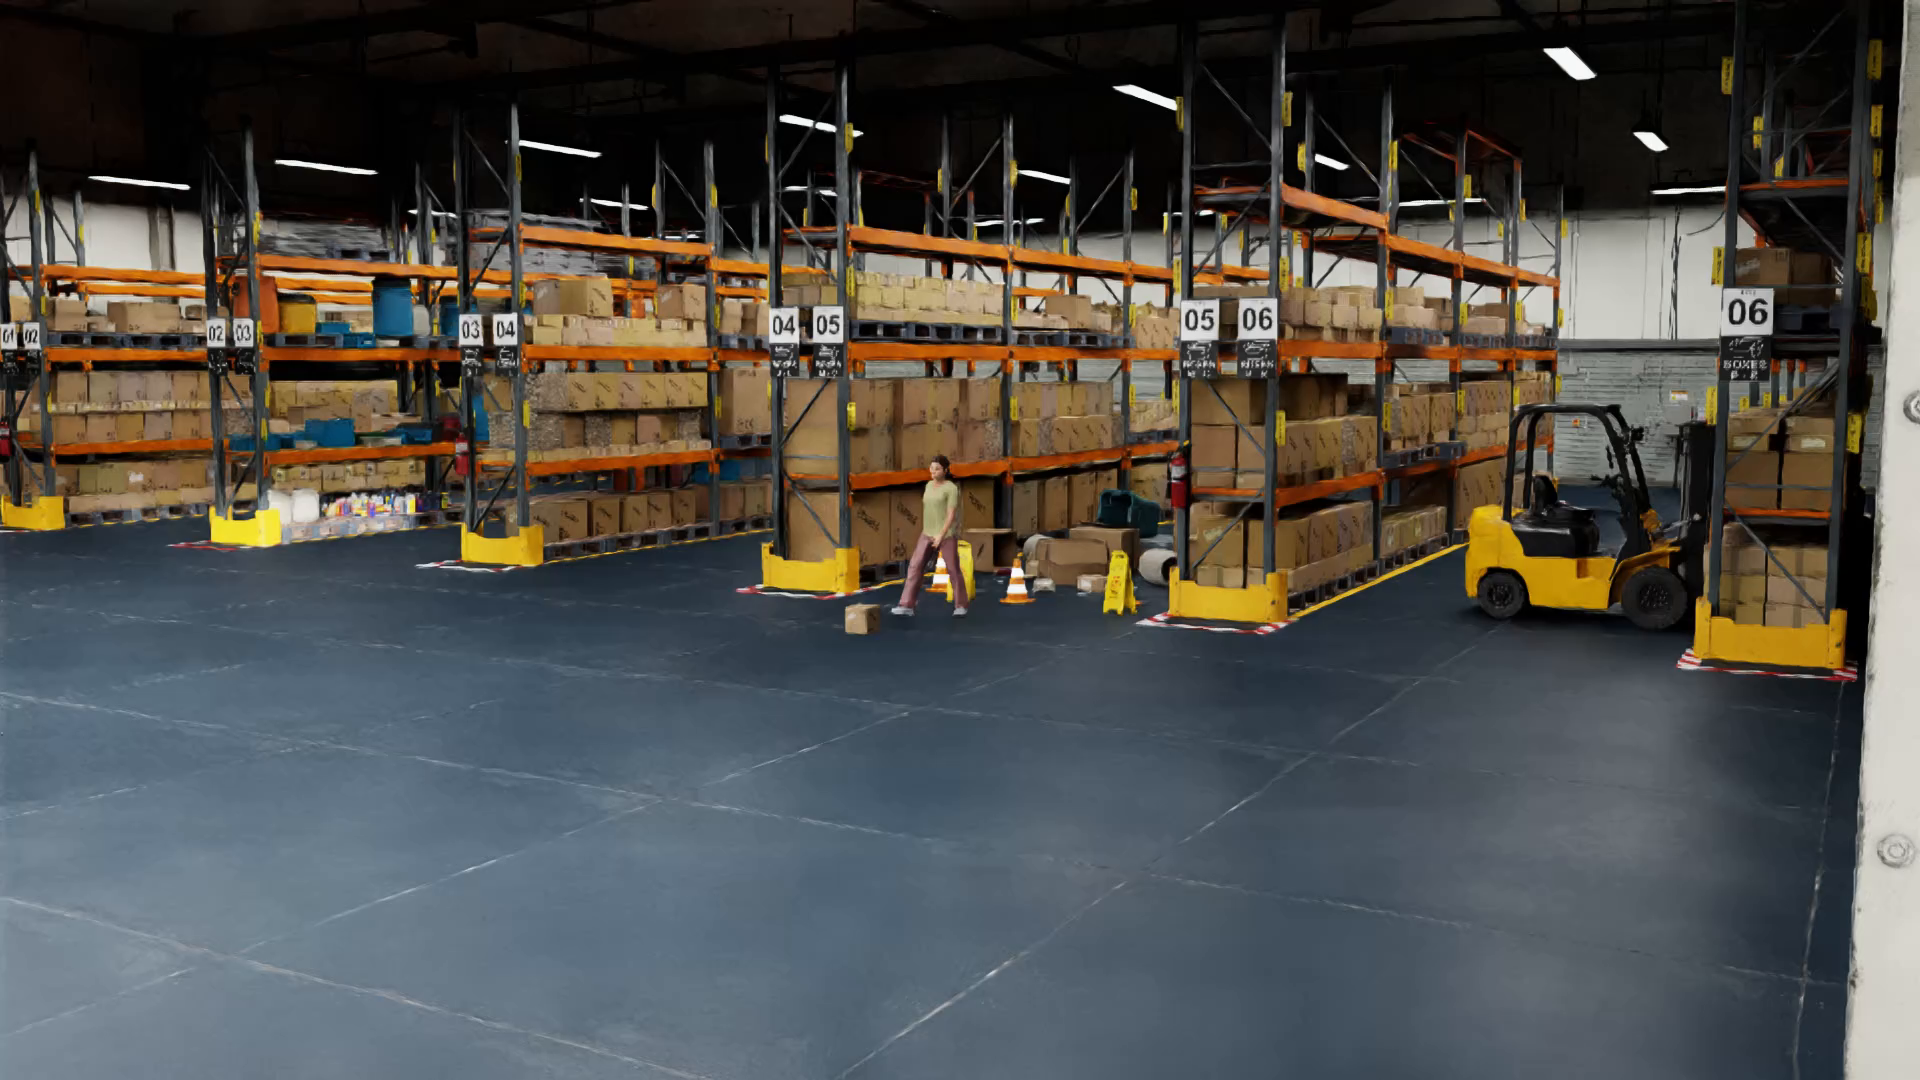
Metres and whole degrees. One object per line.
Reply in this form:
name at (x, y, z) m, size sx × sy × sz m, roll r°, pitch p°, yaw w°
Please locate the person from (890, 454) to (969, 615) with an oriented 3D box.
person at (-0.276, -0.049, 16.775) m, size 0.568 × 1.639 × 0.749 m, roll 4°, pitch 7°, yaw 35°
